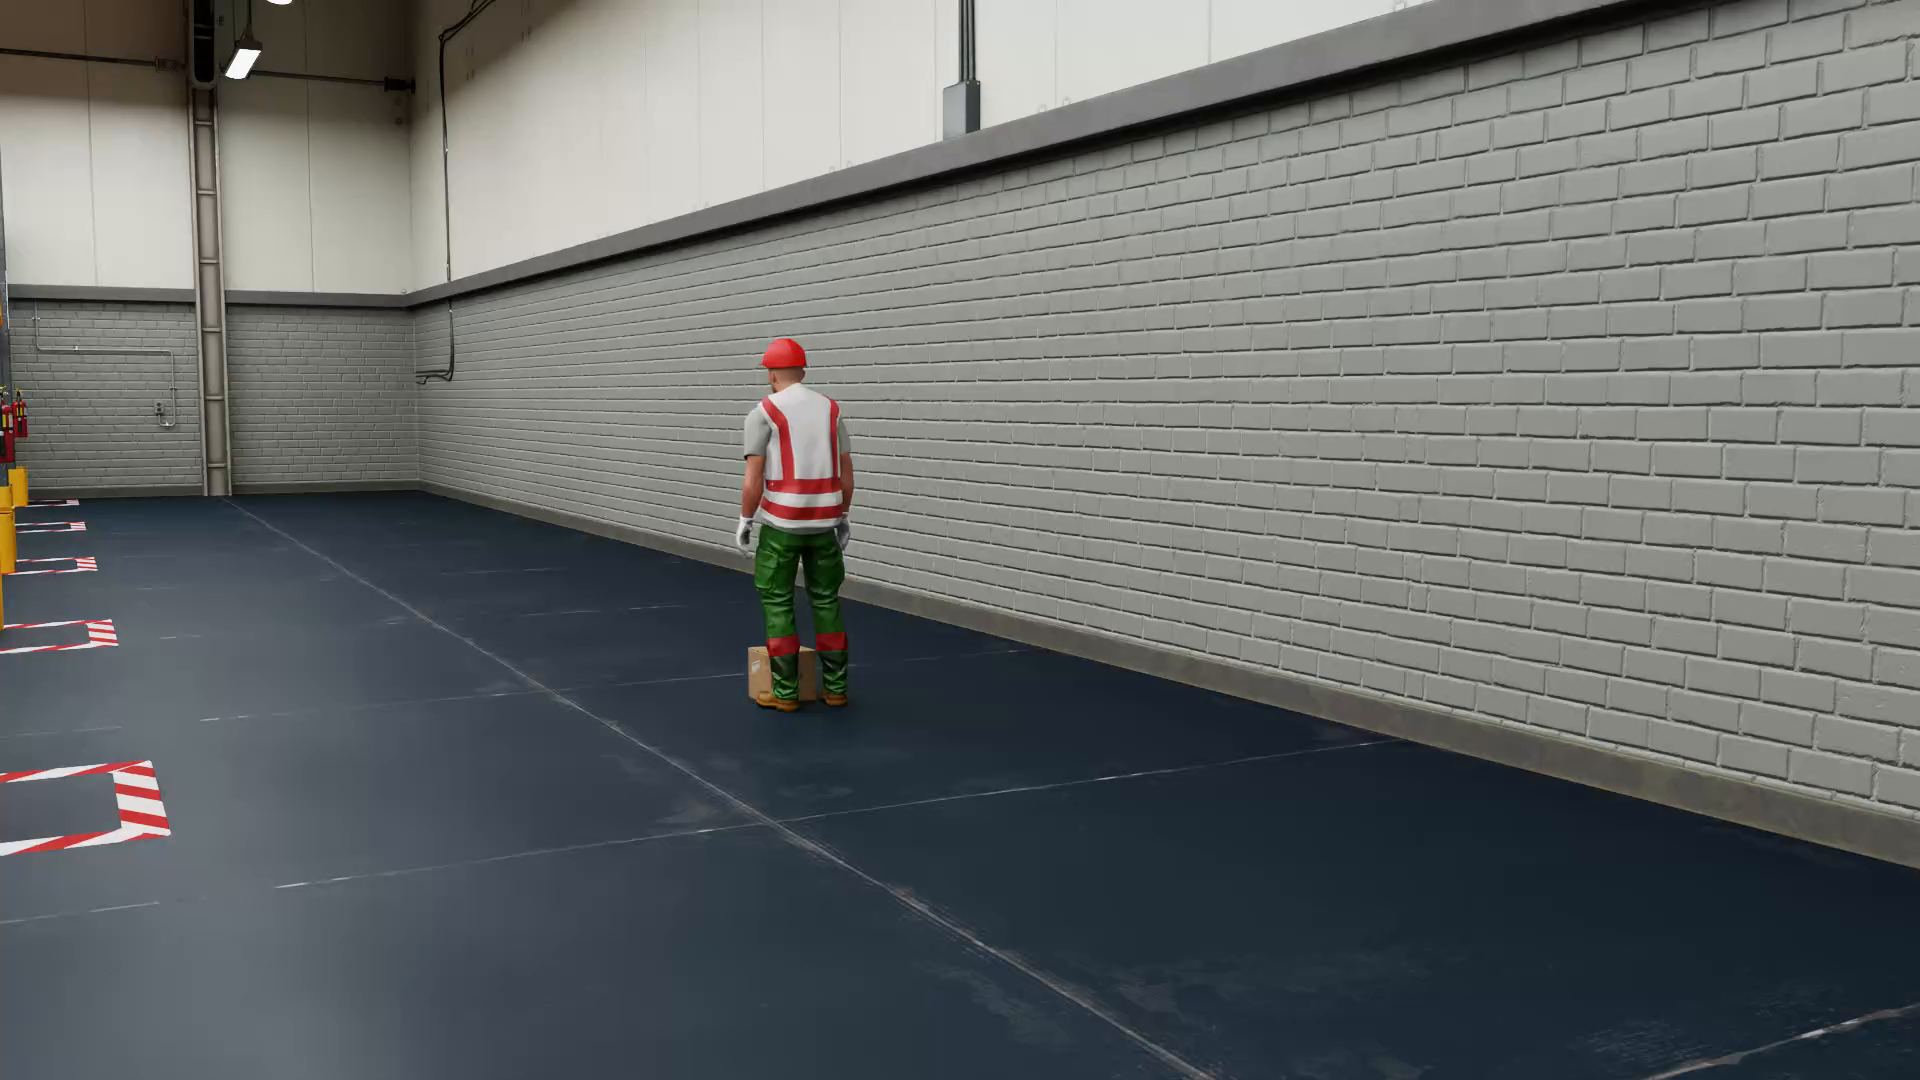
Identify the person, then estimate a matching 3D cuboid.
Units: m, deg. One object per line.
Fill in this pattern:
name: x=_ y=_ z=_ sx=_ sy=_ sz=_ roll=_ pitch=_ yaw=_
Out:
person: x=-0.790 y=-0.078 z=7.998 sx=0.620 sy=1.780 sz=0.447 roll=-3 pitch=6 yaw=-32
